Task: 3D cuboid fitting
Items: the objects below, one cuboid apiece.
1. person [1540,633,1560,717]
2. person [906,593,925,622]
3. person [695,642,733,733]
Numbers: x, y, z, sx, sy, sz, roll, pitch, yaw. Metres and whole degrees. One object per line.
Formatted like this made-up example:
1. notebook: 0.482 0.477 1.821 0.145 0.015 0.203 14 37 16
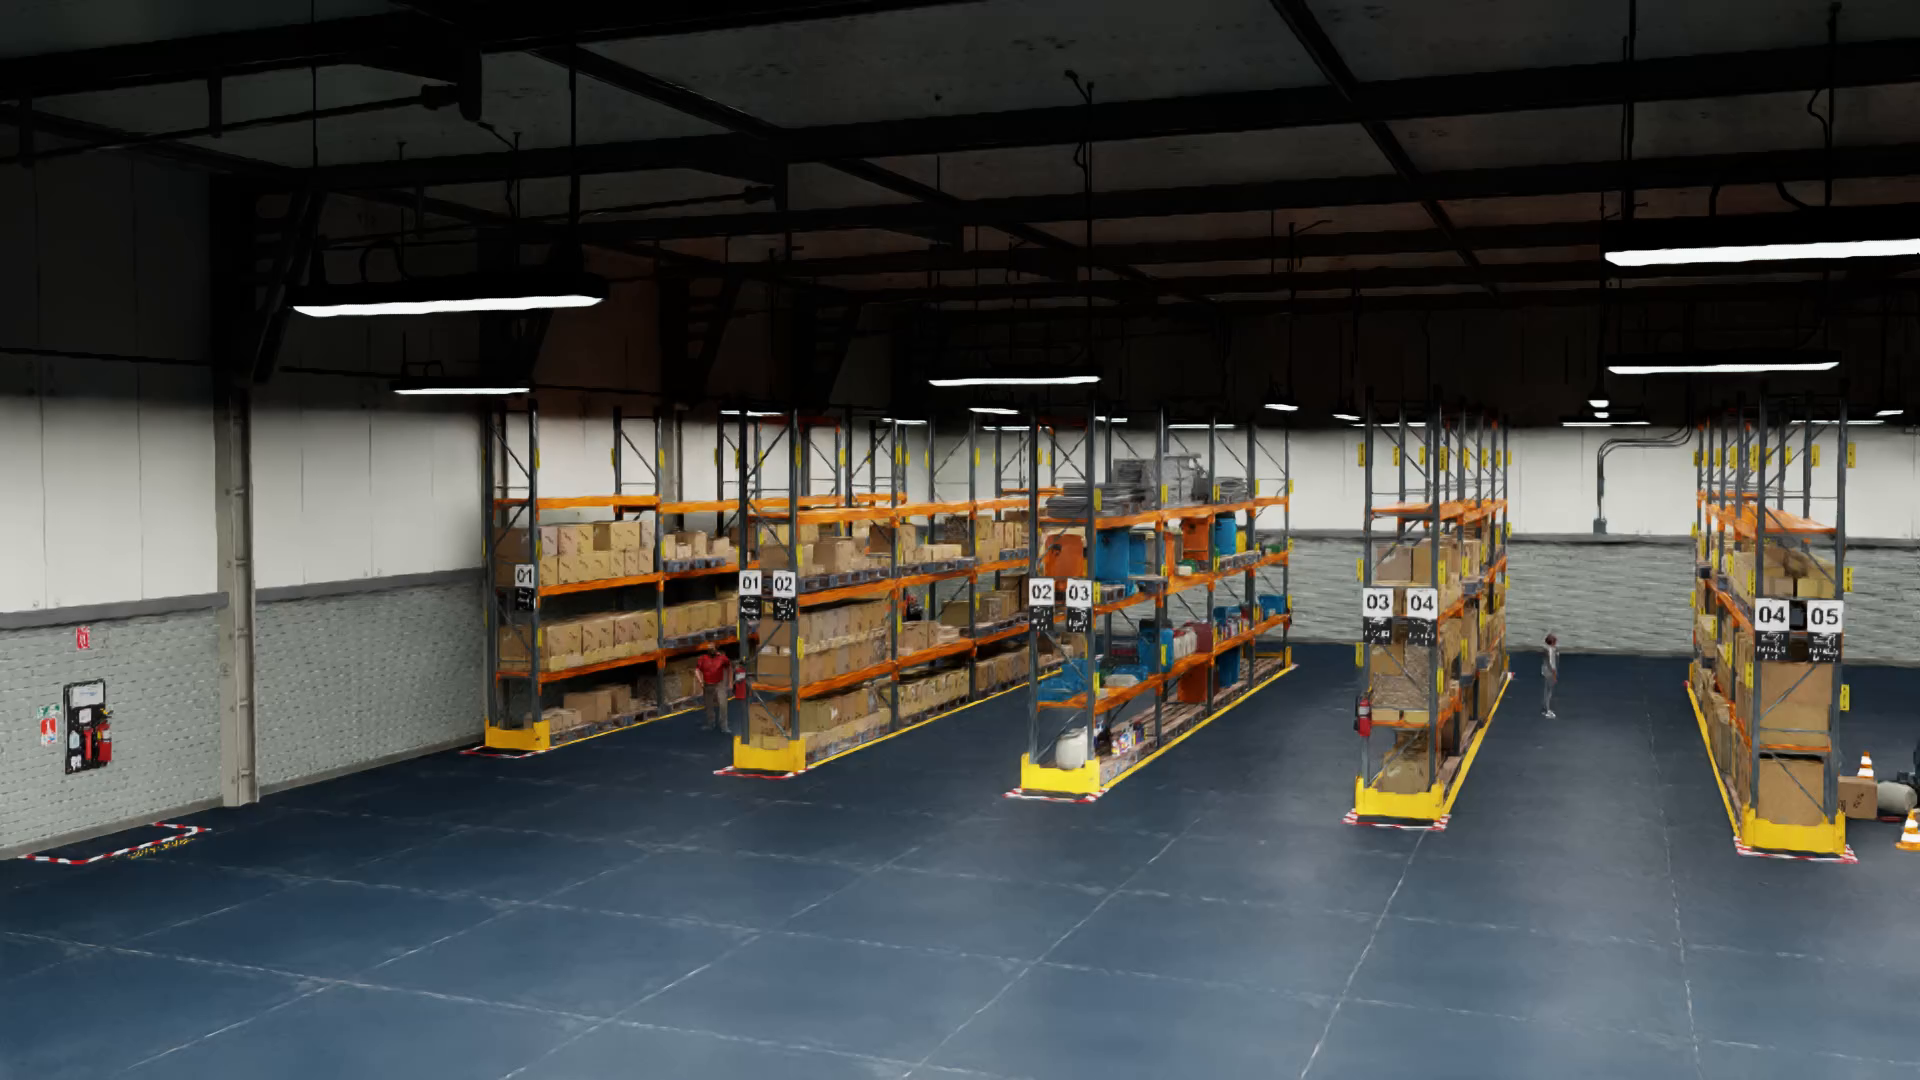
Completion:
1. person: 11.426 2.597 32.204 0.347 1.600 0.533 0 3 0
2. person: -1.102 2.148 40.969 0.553 1.673 1.030 1 3 20
3. person: -4.485 2.659 30.355 0.662 1.648 0.857 0 3 5
